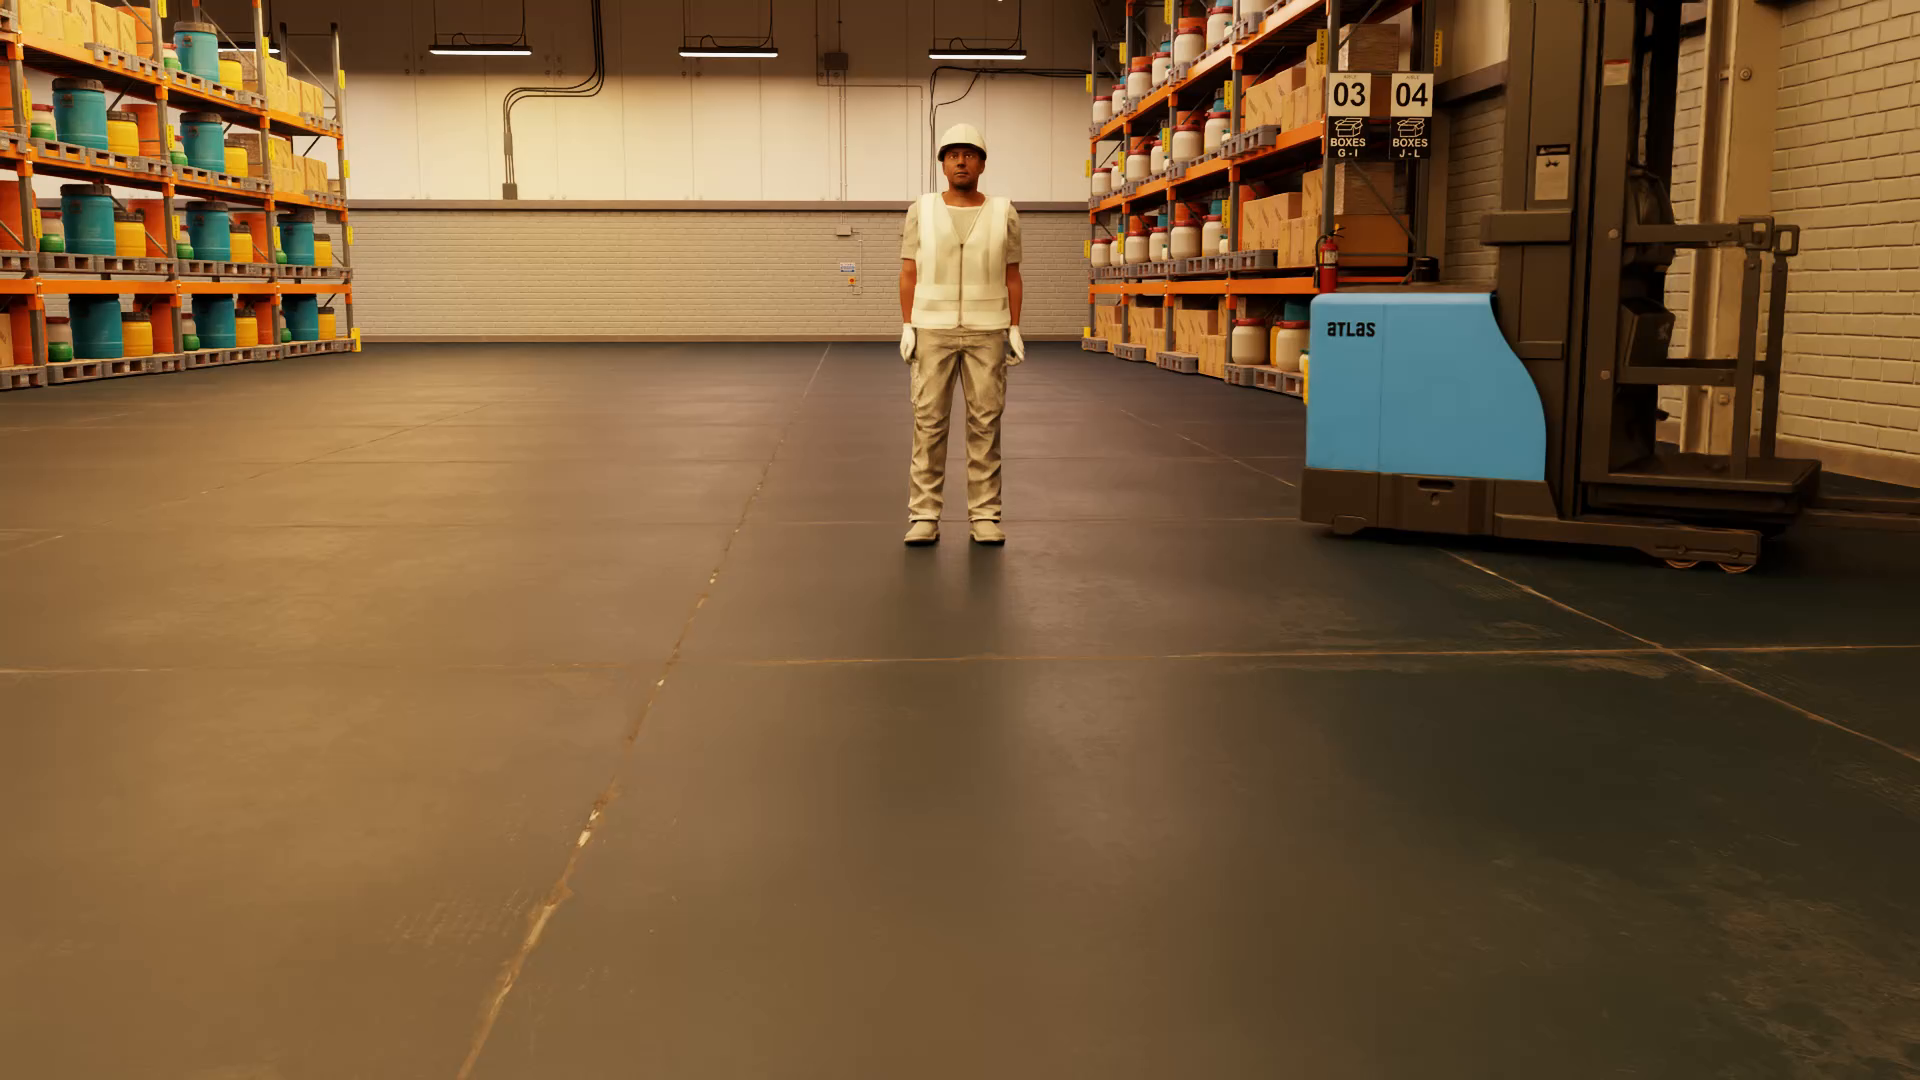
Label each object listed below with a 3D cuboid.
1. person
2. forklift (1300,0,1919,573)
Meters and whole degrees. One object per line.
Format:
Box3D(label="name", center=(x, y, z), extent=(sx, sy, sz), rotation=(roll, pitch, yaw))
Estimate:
Box3D(label="person", center=(0.011, -0.882, 7.175), extent=(0.542, 1.789, 0.382), rotation=(-1, 8, -4))
Box3D(label="forklift", center=(3.042, -1.410, 6.828), extent=(3.031, 2.935, 1.130), rotation=(5, 10, 31))
